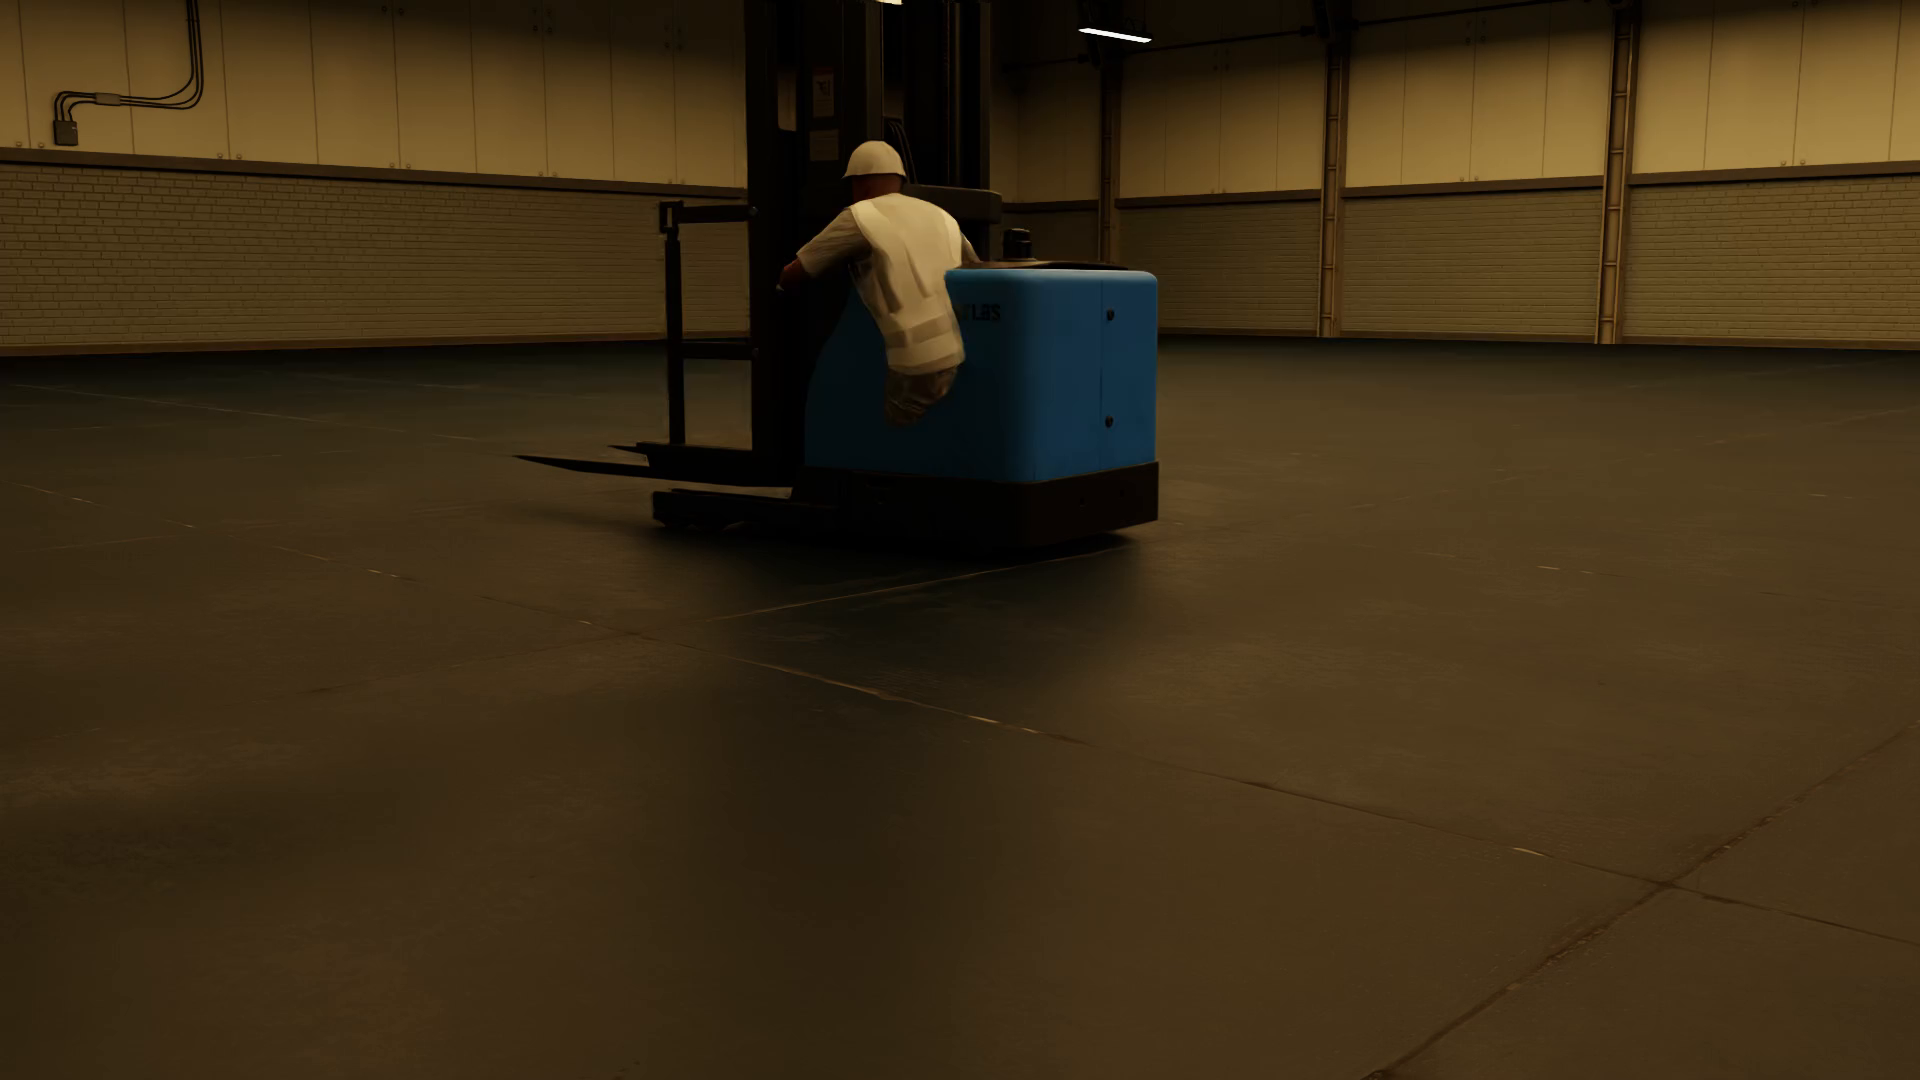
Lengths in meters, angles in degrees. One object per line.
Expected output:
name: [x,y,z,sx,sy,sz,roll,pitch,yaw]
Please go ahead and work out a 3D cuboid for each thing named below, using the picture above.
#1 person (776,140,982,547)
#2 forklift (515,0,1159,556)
person: [-0.228,-0.749,6.451,0.893,1.551,0.995,7,11,38]
forklift: [-0.685,-1.536,7.077,3.031,2.935,1.130,6,10,35]
